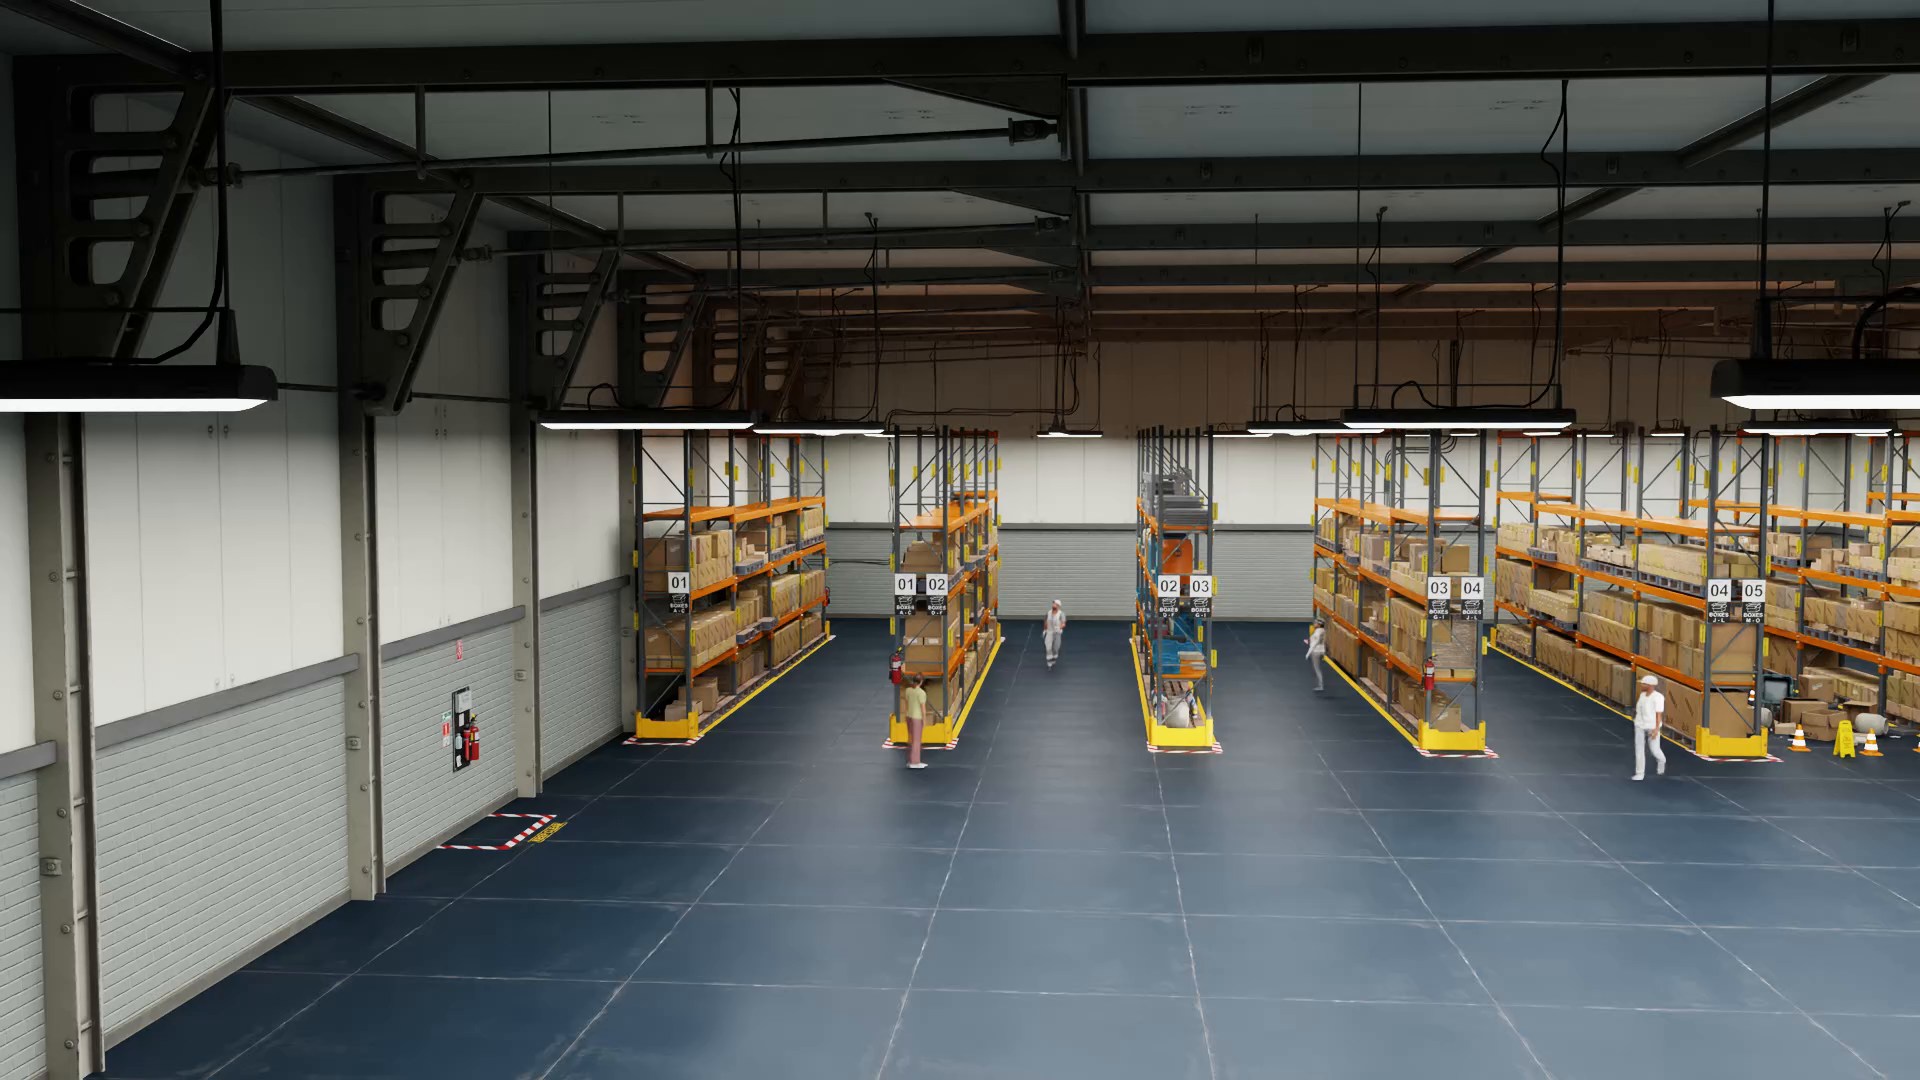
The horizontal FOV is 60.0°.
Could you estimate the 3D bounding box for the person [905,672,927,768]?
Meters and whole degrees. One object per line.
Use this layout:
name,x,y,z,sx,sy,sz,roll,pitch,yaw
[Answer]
person,-0.758,3.142,29.001,0.321,1.681,0.481,-3,4,-39

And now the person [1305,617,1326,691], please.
person,8.129,2.618,37.890,0.526,1.734,0.466,-3,4,-38

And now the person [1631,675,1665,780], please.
person,11.623,3.153,28.013,0.501,1.756,0.792,3,5,41

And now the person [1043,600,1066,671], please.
person,2.359,2.395,41.569,0.565,1.798,0.892,0,3,3
